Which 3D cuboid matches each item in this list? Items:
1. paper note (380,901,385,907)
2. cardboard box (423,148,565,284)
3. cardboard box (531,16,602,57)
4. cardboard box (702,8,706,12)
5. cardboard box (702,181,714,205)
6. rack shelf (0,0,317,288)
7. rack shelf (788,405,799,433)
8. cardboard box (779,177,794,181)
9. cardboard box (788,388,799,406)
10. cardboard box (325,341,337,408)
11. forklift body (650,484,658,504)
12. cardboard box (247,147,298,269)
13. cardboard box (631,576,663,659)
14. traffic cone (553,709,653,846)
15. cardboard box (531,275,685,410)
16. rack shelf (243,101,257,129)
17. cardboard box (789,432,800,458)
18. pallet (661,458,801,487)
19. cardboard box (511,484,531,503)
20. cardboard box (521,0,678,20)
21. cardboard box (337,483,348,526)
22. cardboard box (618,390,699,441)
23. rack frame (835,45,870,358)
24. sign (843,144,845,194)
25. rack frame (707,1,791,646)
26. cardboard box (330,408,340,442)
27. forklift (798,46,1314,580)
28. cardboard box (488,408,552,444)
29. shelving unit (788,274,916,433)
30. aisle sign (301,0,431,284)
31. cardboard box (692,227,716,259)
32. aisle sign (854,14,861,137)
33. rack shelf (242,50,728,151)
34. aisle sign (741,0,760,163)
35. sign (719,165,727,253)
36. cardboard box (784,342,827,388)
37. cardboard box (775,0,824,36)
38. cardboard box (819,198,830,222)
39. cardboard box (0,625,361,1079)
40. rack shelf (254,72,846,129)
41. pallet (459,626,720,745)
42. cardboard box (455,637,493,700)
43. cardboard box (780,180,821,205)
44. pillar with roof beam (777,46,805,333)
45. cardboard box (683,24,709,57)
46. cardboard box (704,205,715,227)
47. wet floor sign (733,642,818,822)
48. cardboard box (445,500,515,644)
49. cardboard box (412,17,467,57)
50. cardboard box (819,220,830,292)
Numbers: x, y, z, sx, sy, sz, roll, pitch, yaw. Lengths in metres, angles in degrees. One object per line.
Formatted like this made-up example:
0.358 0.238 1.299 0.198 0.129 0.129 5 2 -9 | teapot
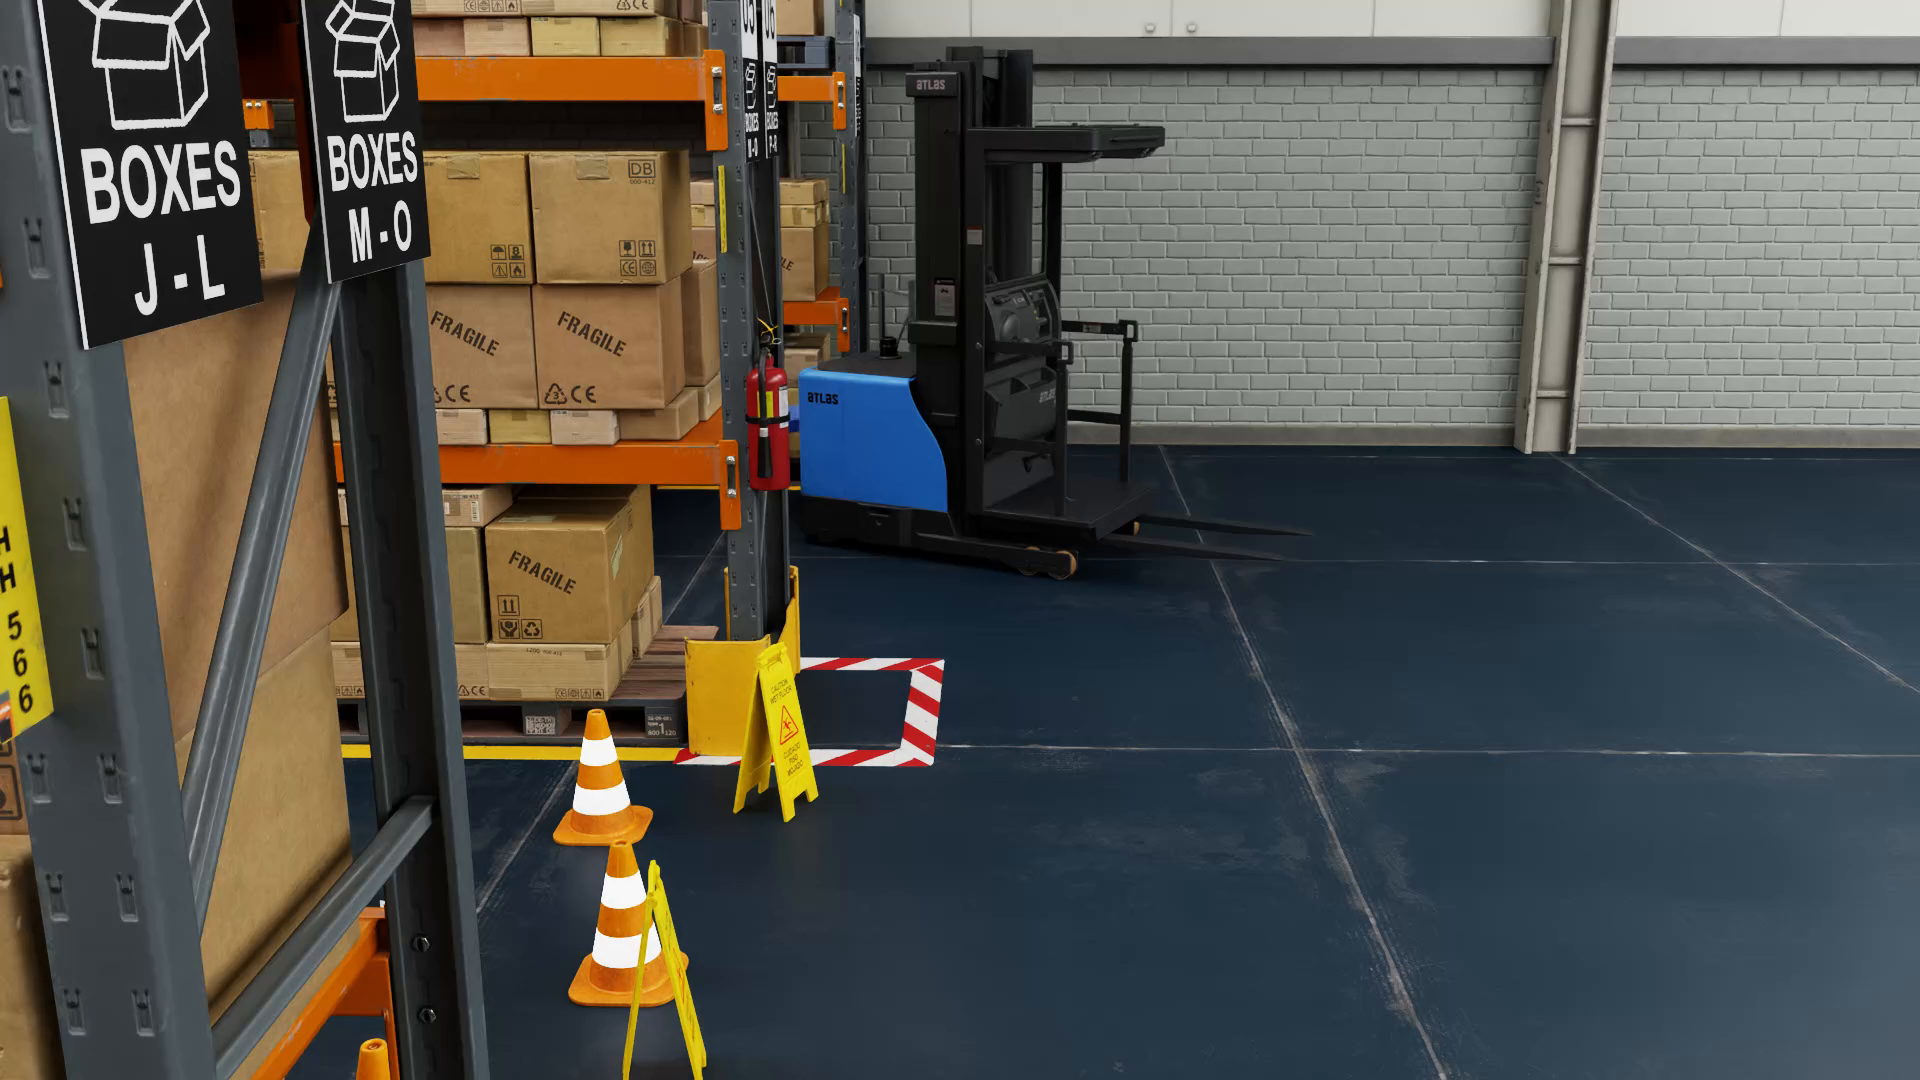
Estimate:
-1.872 1.239 5.583 0.142 0.019 0.148 -5 16 -18 | paper note
-1.898 -1.326 6.748 0.500 0.500 0.700 1 15 2 | cardboard box
-1.489 -1.951 6.467 0.250 0.149 0.380 0 15 2 | cardboard box
-1.842 -3.530 11.204 0.258 0.266 0.396 0 15 2 | cardboard box
-1.626 -2.407 11.531 0.250 0.149 0.380 1 15 3 | cardboard box
-2.901 -0.550 2.076 4.000 0.370 1.077 0 15 1 | rack shelf
-0.873 -0.798 11.129 1.000 0.185 0.538 -8 17 -28 | rack shelf
-1.347 -2.544 12.051 0.250 0.149 0.380 1 15 3 | cardboard box
-1.247 -1.002 11.846 0.500 0.250 0.500 0 15 1 | cardboard box
-2.426 -0.832 6.834 0.500 0.500 0.500 0 15 1 | cardboard box
-2.695 -1.100 10.295 1.214 2.155 2.313 0 15 1 | forklift body
-2.905 -1.342 6.808 0.500 0.500 0.700 0 15 1 | cardboard box
-1.675 0.353 7.689 0.500 0.250 0.500 0 15 1 | cardboard box
-1.339 0.855 6.192 0.334 0.463 0.336 0 15 1 | traffic cone
-1.425 -0.823 6.801 0.500 0.500 0.500 0 15 0 | cardboard box
-6.751 -3.105 11.760 4.000 0.370 1.077 0 15 1 | rack shelf
-1.231 -0.760 11.906 0.500 0.250 0.500 0 15 2 | cardboard box
-1.518 -0.610 12.237 1.213 0.211 1.003 0 15 1 | pallet
-2.222 -0.012 7.602 0.500 0.500 0.500 0 15 -1 | cardboard box
-1.394 -2.154 6.456 0.500 0.250 0.500 0 15 1 | cardboard box
-2.567 -0.176 6.953 0.250 0.149 0.380 1 15 4 | cardboard box
-1.255 -0.524 6.940 0.250 0.149 0.380 1 15 3 | cardboard box
-0.753 -1.964 11.903 0.127 3.000 1.000 0 15 1 | rack frame
-0.781 -2.500 11.201 0.005 0.325 0.100 0 15 1 | sign
-0.876 -0.698 7.105 0.127 3.000 1.000 0 15 1 | rack frame
-2.536 -0.515 6.903 0.250 0.149 0.380 0 15 1 | cardboard box
0.555 -1.345 9.693 3.031 2.935 1.130 7 16 26 | forklift
-1.767 -0.505 6.866 0.250 0.149 0.380 0 15 0 | cardboard box
-0.873 -0.972 11.083 1.048 1.500 0.538 -8 17 -28 | shelving unit
-0.823 -0.768 2.274 0.004 0.787 0.394 0 15 1 | aisle sign
-1.770 -1.954 11.670 0.500 0.500 0.500 1 15 3 | cardboard box
-0.695 -3.145 11.286 0.004 0.787 0.394 0 15 1 | aisle sign
-2.875 -1.813 6.863 4.000 0.370 1.077 0 15 1 | rack shelf
-0.821 -1.880 6.492 0.004 0.787 0.394 0 15 1 | aisle sign
-0.910 -1.269 6.381 0.005 0.325 0.100 0 15 1 | sign
-1.221 -1.244 11.783 0.500 0.250 0.500 1 15 3 | cardboard box
-1.202 -3.655 11.217 0.500 0.500 0.500 1 15 3 | cardboard box
-1.085 -2.394 12.067 0.250 0.149 0.380 0 15 0 | cardboard box
-1.273 0.502 2.264 0.550 0.550 0.875 0 15 1 | cardboard box
-2.752 -3.079 11.661 4.000 0.370 1.077 0 15 1 | rack shelf
-1.763 0.636 7.517 1.213 0.211 1.003 0 15 1 | pallet
-2.208 0.487 7.183 0.500 0.250 0.500 0 15 2 | cardboard box
-1.116 -2.418 11.575 0.250 0.149 0.380 0 15 2 | cardboard box
-1.536 -4.001 7.865 0.400 9.000 9.100 0 15 1 | pillar with roof beam
-1.199 -2.112 7.076 0.250 0.149 0.380 0 15 1 | cardboard box
-1.621 -2.268 11.588 0.250 0.149 0.380 1 15 2 | cardboard box
-0.713 0.715 6.366 0.232 0.644 0.267 6 16 21 | wet floor sign
-2.205 0.125 7.084 0.500 0.500 0.500 1 15 4 | cardboard box
-2.006 -1.980 6.577 0.250 0.149 0.380 0 15 2 | cardboard box
-1.241 -2.086 12.171 0.500 0.500 0.500 1 15 3 | cardboard box
